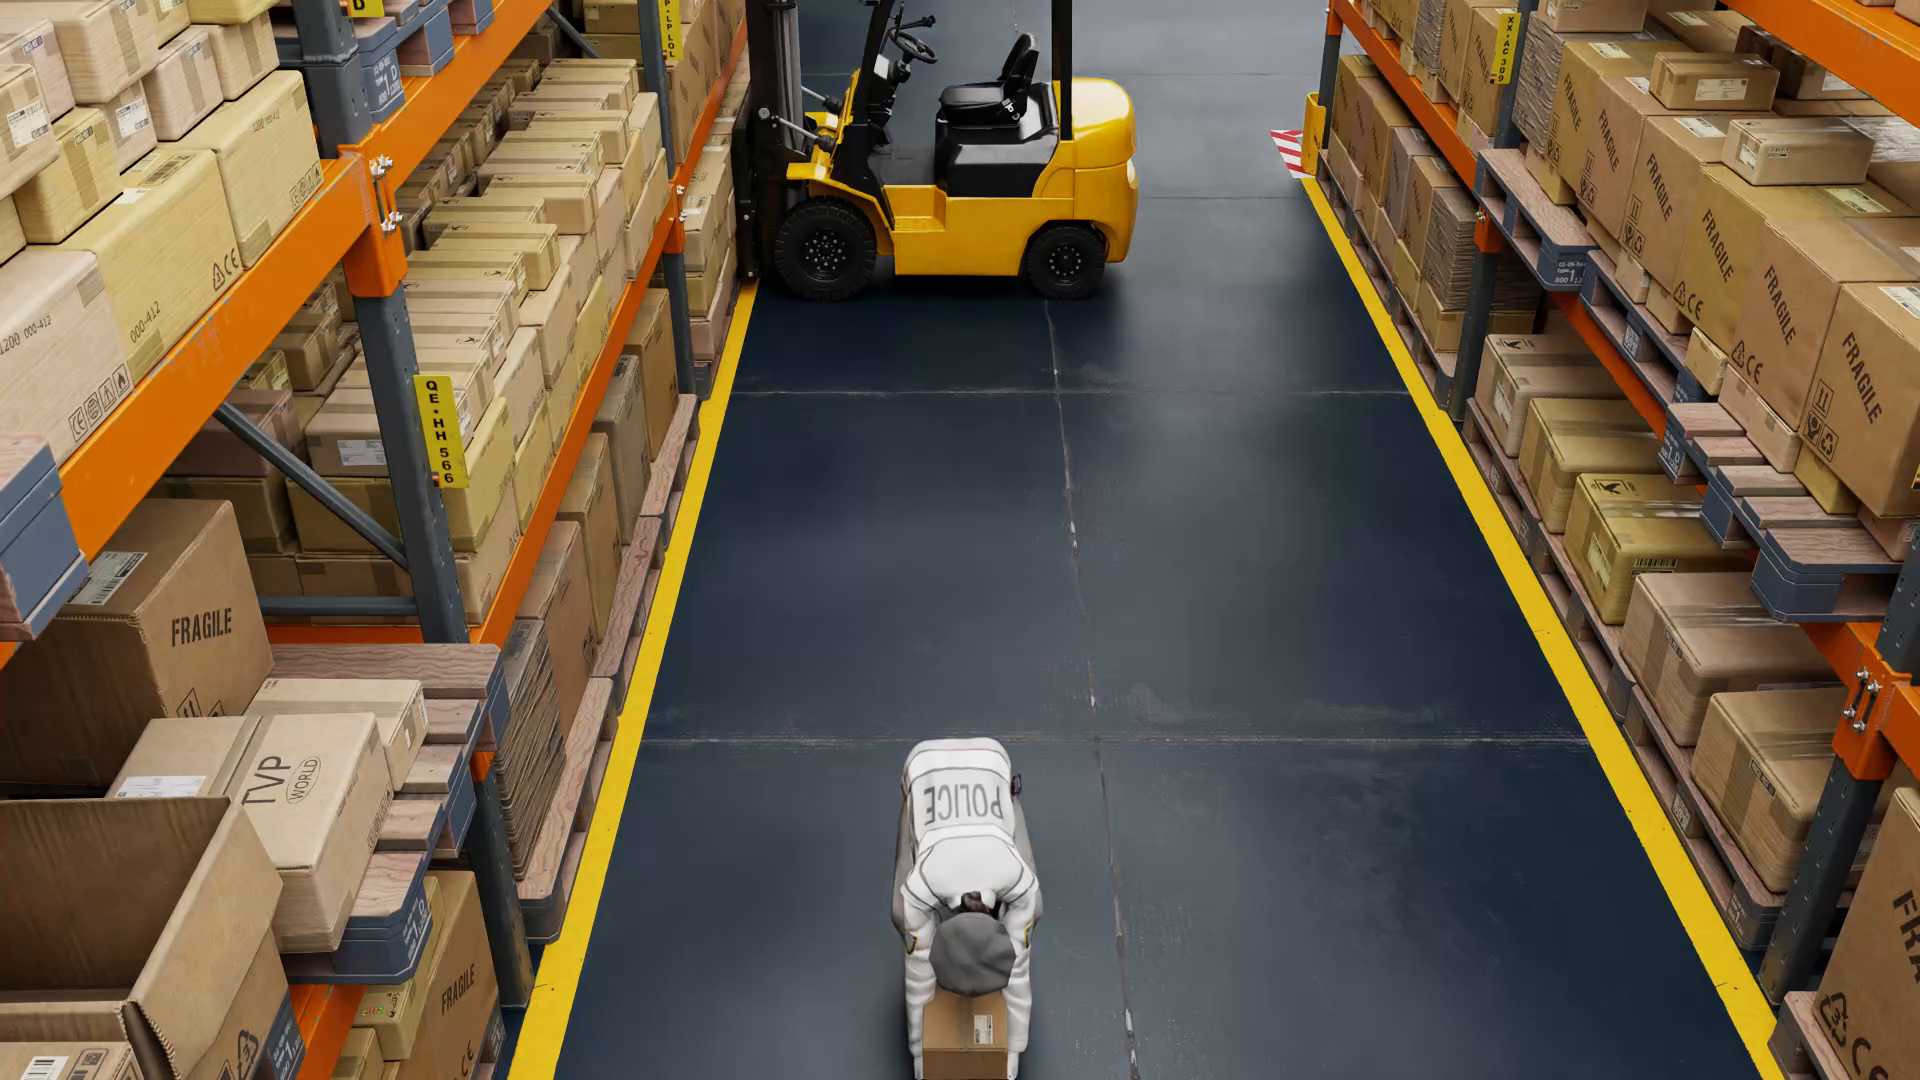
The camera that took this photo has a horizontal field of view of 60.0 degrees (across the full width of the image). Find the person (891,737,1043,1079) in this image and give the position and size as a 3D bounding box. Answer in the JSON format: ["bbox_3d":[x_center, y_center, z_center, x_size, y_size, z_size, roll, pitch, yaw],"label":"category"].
[{"bbox_3d":[0.022,1.134,5.134,0.469,0.823,0.898,-1,32,-2],"label":"person"}]
